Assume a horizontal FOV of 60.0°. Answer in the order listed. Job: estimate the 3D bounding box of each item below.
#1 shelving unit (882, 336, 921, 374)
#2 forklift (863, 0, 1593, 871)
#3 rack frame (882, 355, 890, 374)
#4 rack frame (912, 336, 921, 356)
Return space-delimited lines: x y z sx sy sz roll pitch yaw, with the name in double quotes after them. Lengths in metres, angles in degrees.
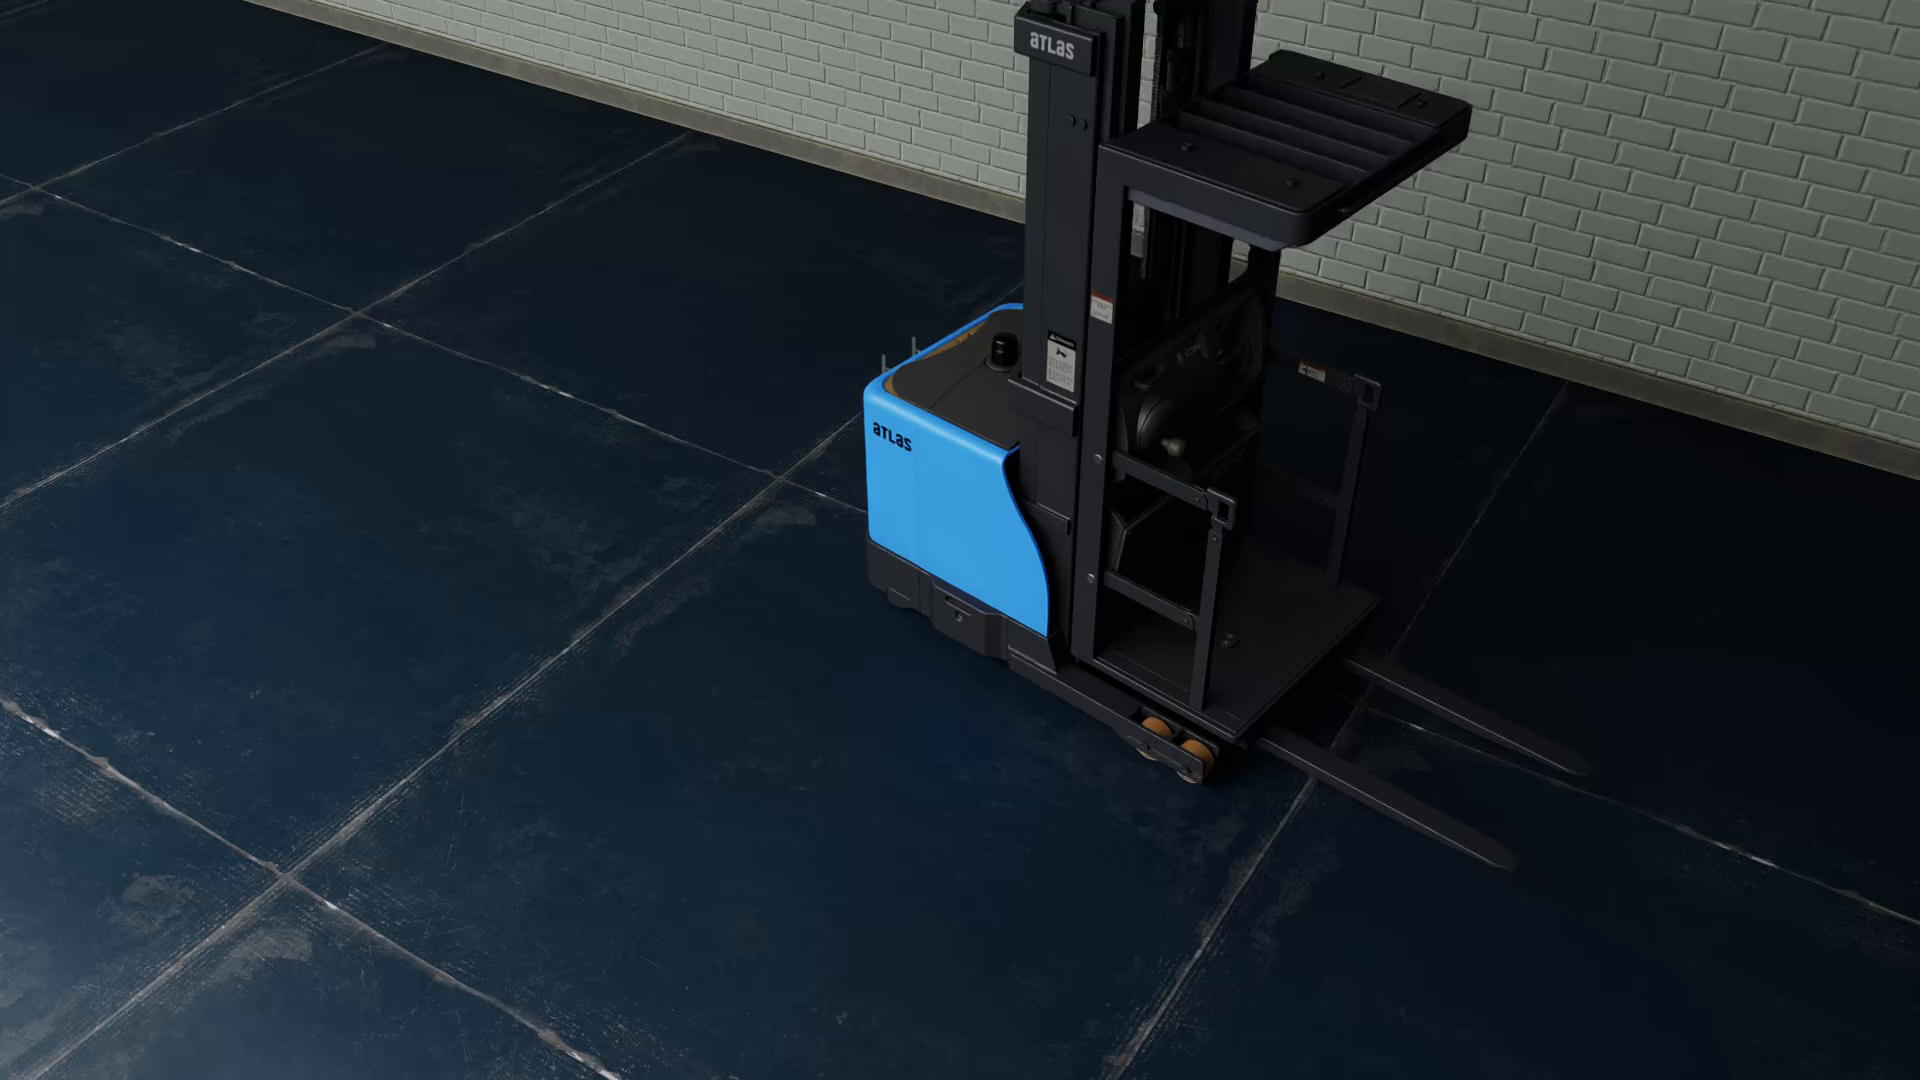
-0.186 -0.462 7.612 0.258 0.900 0.210 27 45 30 "shelving unit"
1.029 -0.576 6.096 3.031 2.935 1.130 28 46 31 "forklift"
-0.251 -0.414 7.551 0.240 0.900 0.006 27 45 30 "rack frame"
-0.121 -0.510 7.674 0.240 0.900 0.006 27 45 30 "rack frame"
